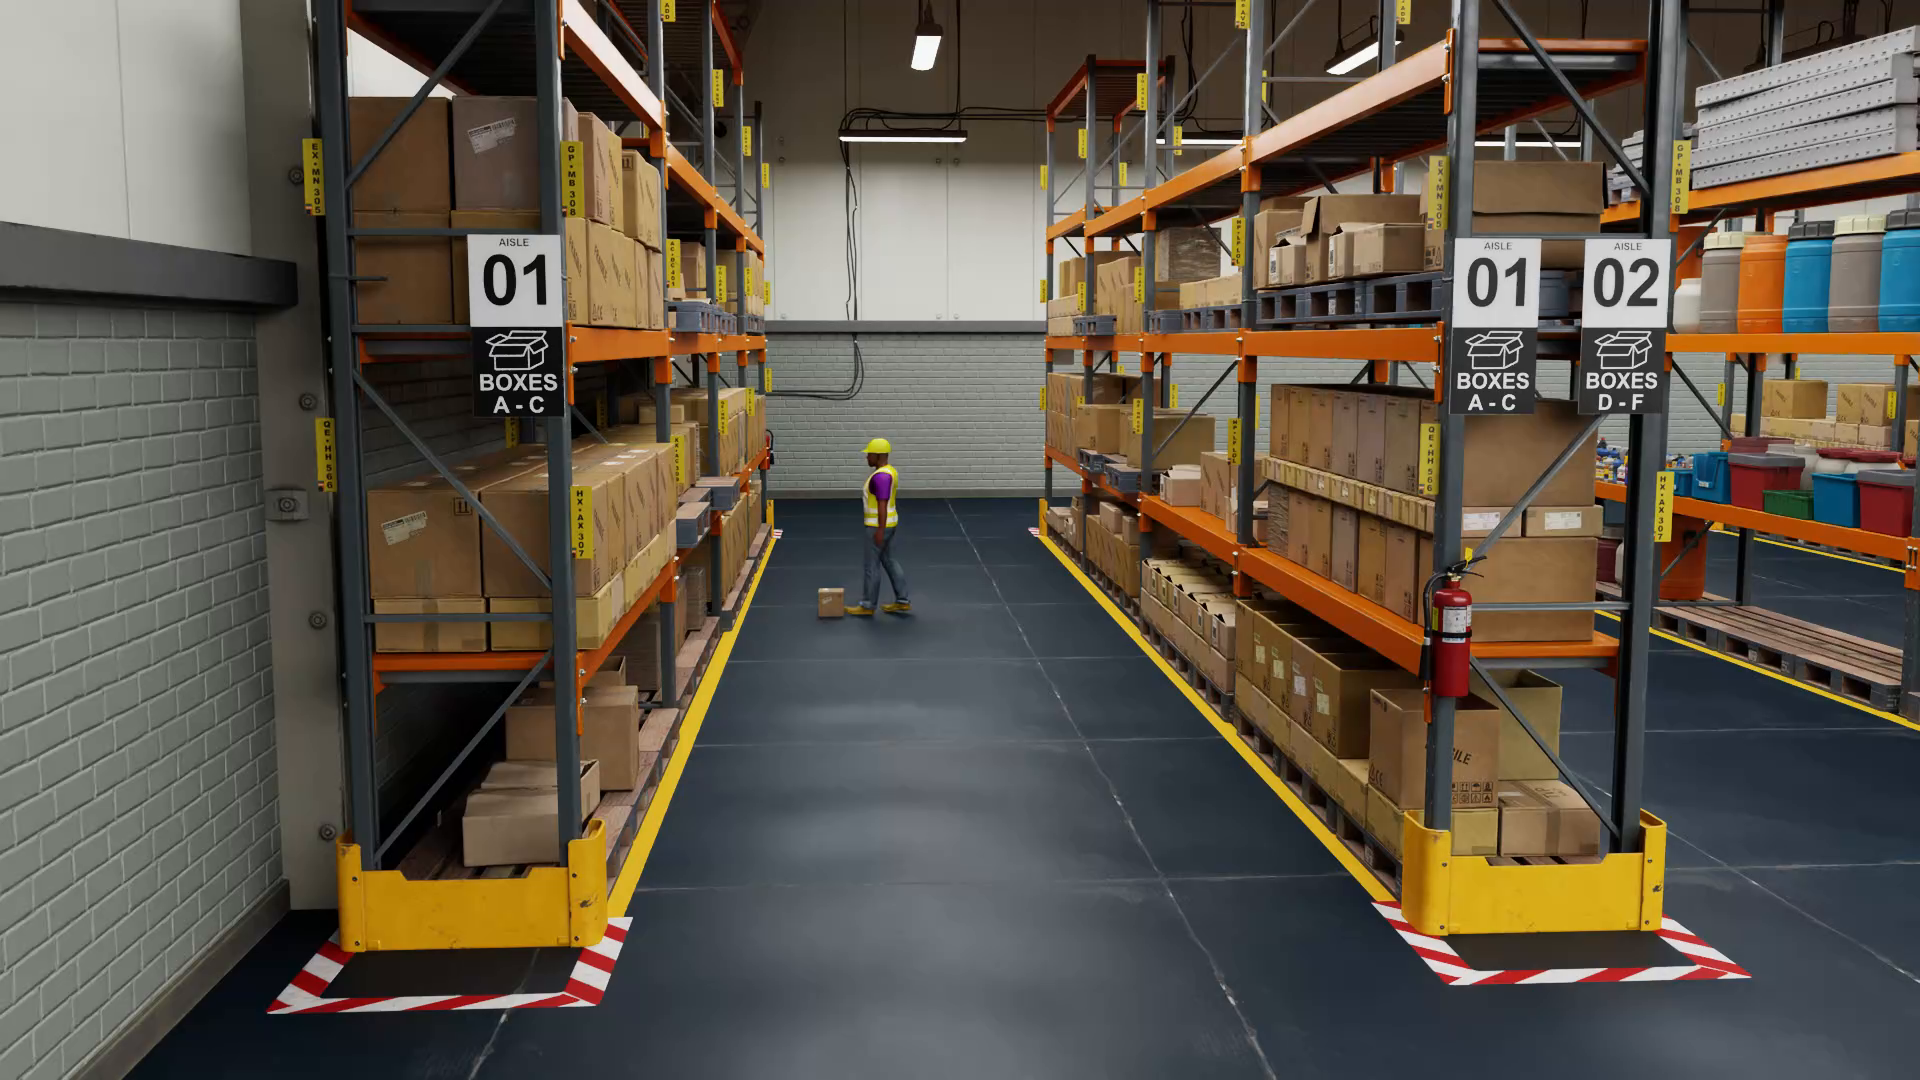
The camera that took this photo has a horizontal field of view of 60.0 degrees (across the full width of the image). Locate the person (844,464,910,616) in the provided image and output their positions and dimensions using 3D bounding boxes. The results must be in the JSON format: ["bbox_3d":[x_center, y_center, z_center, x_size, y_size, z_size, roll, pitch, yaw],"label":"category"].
[{"bbox_3d":[8.163,-0.363,12.635,19.672,3.192,5.503,1,7,9],"label":"person"}]
